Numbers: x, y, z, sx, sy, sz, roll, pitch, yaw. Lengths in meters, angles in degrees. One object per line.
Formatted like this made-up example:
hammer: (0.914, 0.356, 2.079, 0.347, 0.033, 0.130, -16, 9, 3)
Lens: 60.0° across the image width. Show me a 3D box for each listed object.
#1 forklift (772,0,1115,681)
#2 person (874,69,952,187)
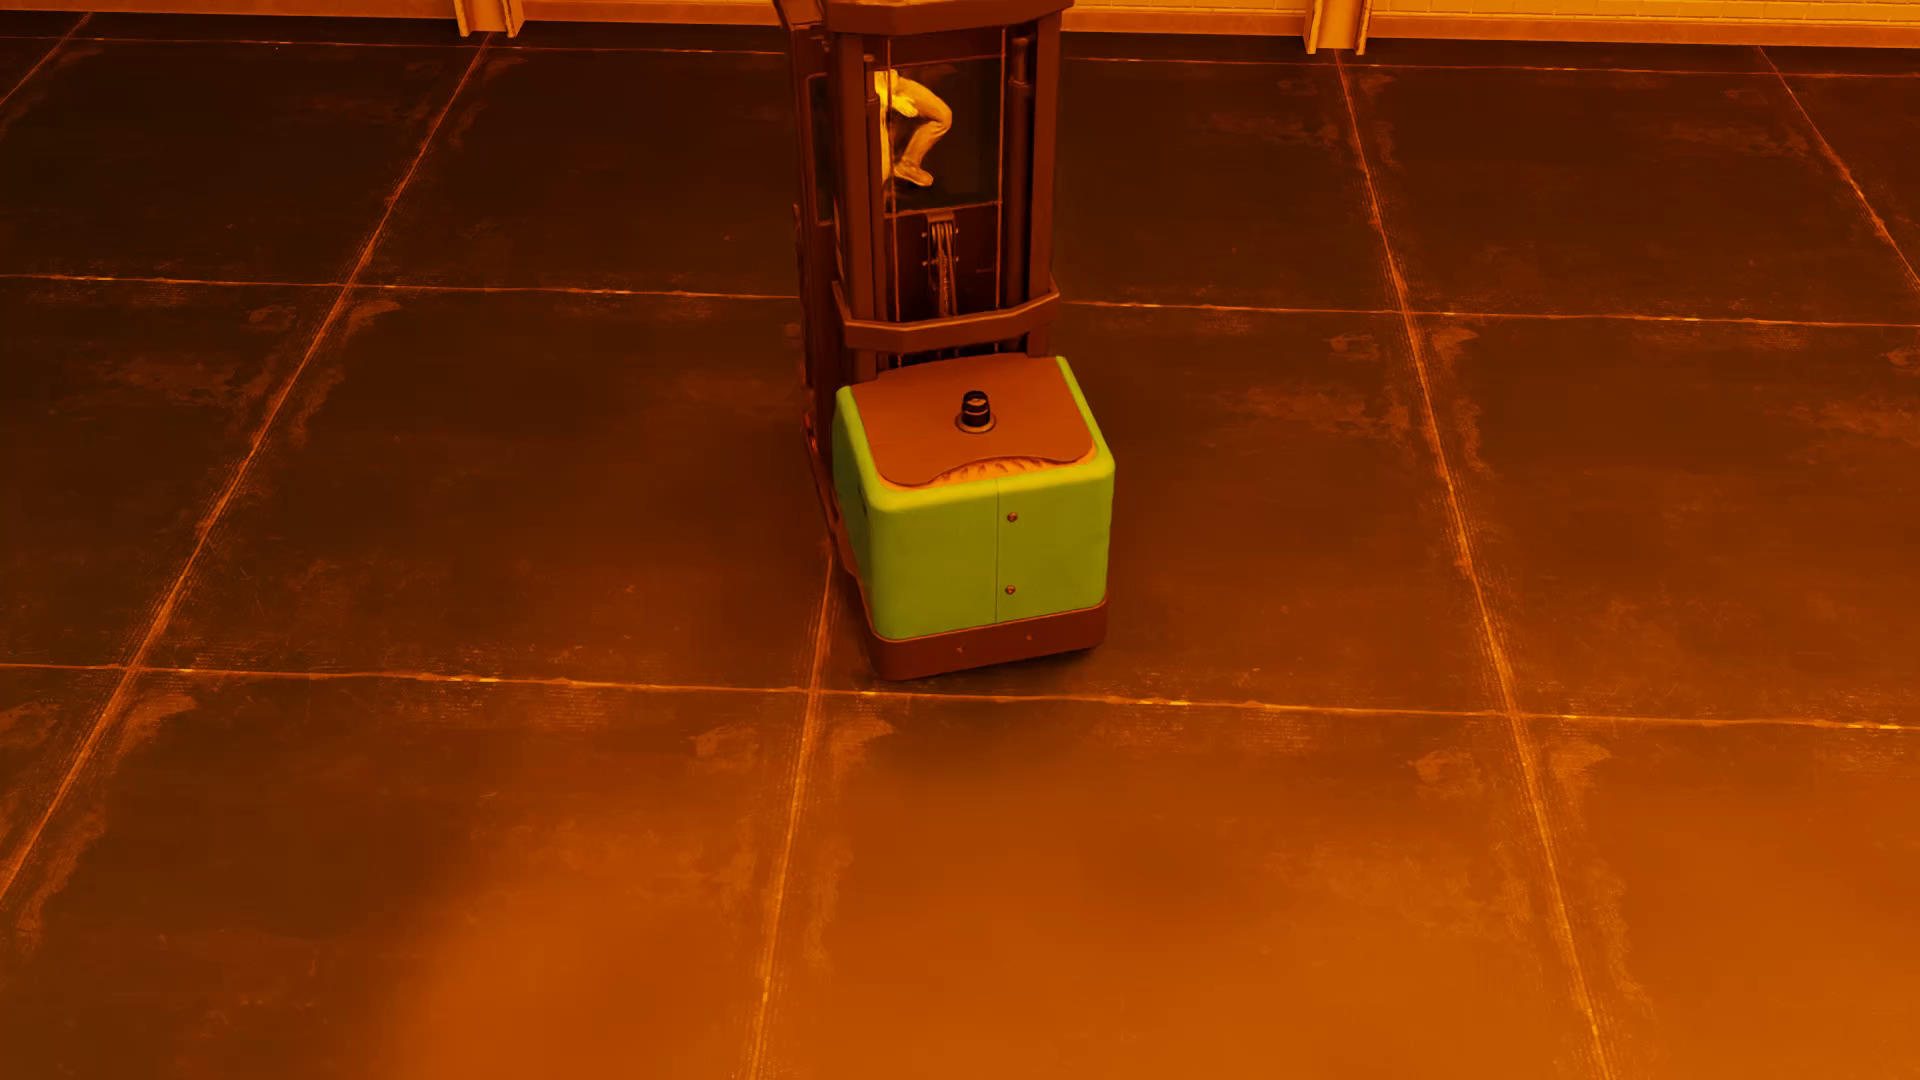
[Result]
forklift: (-0.196, -1.484, 7.368, 1.130, 2.935, 3.031, -9, 43, -10)
person: (-0.366, -2.578, 9.647, 0.696, 1.468, 0.894, 25, 48, 25)
